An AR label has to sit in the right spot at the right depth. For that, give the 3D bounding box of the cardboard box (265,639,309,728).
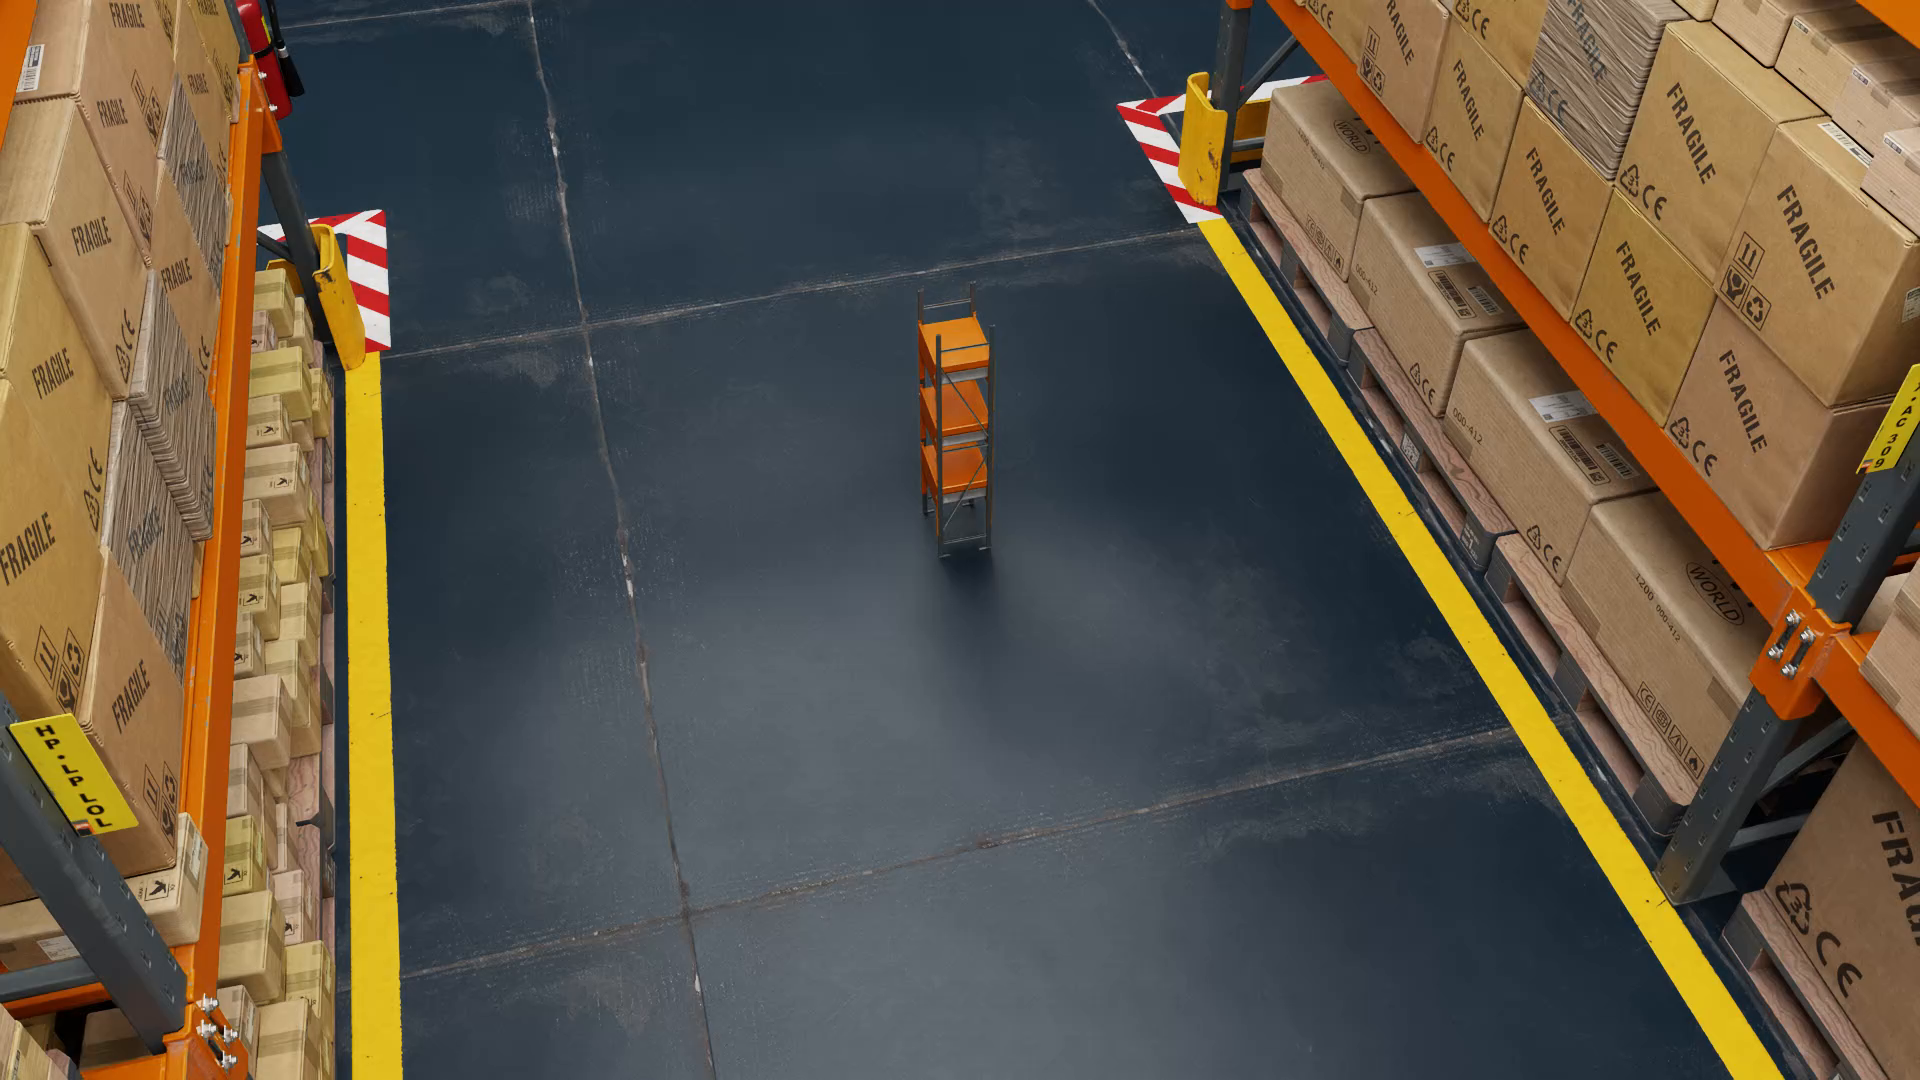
[{"bbox_3d":[-2.241,0.478,5.175,0.380,0.149,0.250,-11,47,-11],"label":"cardboard box"}]

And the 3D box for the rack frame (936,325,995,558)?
[{"bbox_3d":[0.018,-0.320,5.829,0.200,1.050,0.008,-11,47,-10],"label":"rack frame"}]

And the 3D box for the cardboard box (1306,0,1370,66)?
[{"bbox_3d":[1.645,-2.116,6.154,0.500,0.500,0.500,-11,47,-11],"label":"cardboard box"}]

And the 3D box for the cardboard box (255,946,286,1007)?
[{"bbox_3d":[-2.027,1.207,4.461,0.380,0.149,0.250,-10,46,-10],"label":"cardboard box"}]

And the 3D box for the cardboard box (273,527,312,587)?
[{"bbox_3d":[-2.377,0.119,5.527,0.380,0.149,0.250,-9,46,-8],"label":"cardboard box"}]

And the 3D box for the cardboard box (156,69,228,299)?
[{"bbox_3d":[-2.486,-1.005,4.857,0.500,0.500,0.500,-11,47,-10],"label":"cardboard box"}]

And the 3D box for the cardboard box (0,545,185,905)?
[{"bbox_3d":[-1.975,0.400,3.479,0.500,0.500,0.500,-11,47,-11],"label":"cardboard box"}]

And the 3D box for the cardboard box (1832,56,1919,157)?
[{"bbox_3d":[2.318,-1.016,3.921,0.380,0.149,0.250,-10,46,-9],"label":"cardboard box"}]

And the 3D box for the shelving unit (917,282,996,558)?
[{"bbox_3d":[-0.014,-0.404,5.911,0.215,1.050,0.252,-11,47,-10],"label":"shelving unit"}]

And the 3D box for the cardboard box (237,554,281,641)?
[{"bbox_3d":[-2.355,0.211,5.229,0.380,0.149,0.250,-10,47,-10],"label":"cardboard box"}]

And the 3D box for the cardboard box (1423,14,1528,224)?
[{"bbox_3d":[1.902,-1.419,5.470,0.500,0.500,0.500,-9,46,-9],"label":"cardboard box"}]

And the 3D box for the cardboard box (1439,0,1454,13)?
[{"bbox_3d":[1.769,-2.101,5.439,0.500,0.500,0.500,-11,47,-11],"label":"cardboard box"}]

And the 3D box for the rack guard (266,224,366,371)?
[{"bbox_3d":[-3.096,-0.907,6.789,1.175,0.500,0.348,-11,47,-10],"label":"rack guard"}]

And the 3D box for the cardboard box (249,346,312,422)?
[{"bbox_3d":[-2.537,-0.533,5.958,0.380,0.149,0.250,-12,47,-11],"label":"cardboard box"}]

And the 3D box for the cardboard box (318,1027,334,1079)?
[{"bbox_3d":[-1.875,1.468,4.413,0.380,0.149,0.250,-13,47,-12],"label":"cardboard box"}]

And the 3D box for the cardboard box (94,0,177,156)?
[{"bbox_3d":[-2.487,-1.346,4.490,0.500,0.500,0.500,-9,46,-8],"label":"cardboard box"}]

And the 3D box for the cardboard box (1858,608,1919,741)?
[{"bbox_3d":[2.525,0.357,3.905,0.500,0.250,0.500,-12,47,-11],"label":"cardboard box"}]

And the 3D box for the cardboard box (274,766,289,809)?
[{"bbox_3d":[-2.272,0.777,5.091,0.380,0.149,0.250,-13,47,-12],"label":"cardboard box"}]

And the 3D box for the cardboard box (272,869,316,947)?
[{"bbox_3d":[-2.057,1.122,4.752,0.380,0.149,0.250,-11,47,-11],"label":"cardboard box"}]

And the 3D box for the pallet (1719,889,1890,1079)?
[{"bbox_3d":[2.938,1.447,4.684,1.003,0.211,1.213,-11,47,-10],"label":"pallet"}]

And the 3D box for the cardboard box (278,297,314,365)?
[{"bbox_3d":[-2.705,-0.775,6.403,0.380,0.149,0.250,-12,47,-11],"label":"cardboard box"}]

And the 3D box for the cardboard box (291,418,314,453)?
[{"bbox_3d":[-2.570,-0.417,6.052,0.380,0.149,0.250,-12,47,-12],"label":"cardboard box"}]

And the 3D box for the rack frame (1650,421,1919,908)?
[{"bbox_3d":[2.667,-0.048,4.196,1.000,3.000,0.127,-11,47,-10],"label":"rack frame"}]

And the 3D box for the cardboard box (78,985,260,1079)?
[{"bbox_3d":[-1.980,1.294,4.167,0.380,0.149,0.250,-9,46,-9],"label":"cardboard box"}]

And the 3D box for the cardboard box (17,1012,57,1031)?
[{"bbox_3d":[-2.538,1.203,4.257,0.380,0.149,0.250,-10,46,-10],"label":"cardboard box"}]

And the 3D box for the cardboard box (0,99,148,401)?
[{"bbox_3d":[-2.218,-0.627,3.785,0.500,0.500,0.500,-10,46,-10],"label":"cardboard box"}]

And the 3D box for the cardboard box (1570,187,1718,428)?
[{"bbox_3d":[2.164,-0.710,4.776,0.500,0.500,0.500,-12,47,-11],"label":"cardboard box"}]

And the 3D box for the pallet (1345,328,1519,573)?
[{"bbox_3d":[2.232,-0.455,6.548,1.003,0.211,1.213,-11,47,-10],"label":"pallet"}]

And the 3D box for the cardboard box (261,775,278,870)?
[{"bbox_3d":[-2.190,0.858,4.802,0.380,0.149,0.250,-13,47,-12],"label":"cardboard box"}]

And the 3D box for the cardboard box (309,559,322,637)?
[{"bbox_3d":[-2.379,0.224,5.632,0.380,0.149,0.250,-10,46,-10],"label":"cardboard box"}]

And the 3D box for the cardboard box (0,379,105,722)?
[{"bbox_3d":[-1.972,0.082,3.091,0.500,0.500,0.500,-10,46,-9],"label":"cardboard box"}]

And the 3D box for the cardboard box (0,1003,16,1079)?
[{"bbox_3d":[-1.800,0.901,2.732,0.380,0.149,0.250,-9,46,-8],"label":"cardboard box"}]

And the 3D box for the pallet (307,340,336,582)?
[{"bbox_3d":[-2.923,-0.239,6.336,1.003,0.211,1.213,-11,47,-10],"label":"pallet"}]

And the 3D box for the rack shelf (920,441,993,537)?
[{"bbox_3d":[-0.014,-0.202,6.117,0.215,0.259,0.240,-11,47,-10],"label":"rack shelf"}]

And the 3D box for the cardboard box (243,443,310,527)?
[{"bbox_3d":[-2.410,-0.167,5.599,0.380,0.149,0.250,-9,46,-9],"label":"cardboard box"}]

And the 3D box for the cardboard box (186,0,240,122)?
[{"bbox_3d":[-2.752,-1.710,5.548,0.500,0.500,0.500,-10,46,-9],"label":"cardboard box"}]

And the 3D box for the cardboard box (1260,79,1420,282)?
[{"bbox_3d":[1.909,-1.622,7.239,0.875,0.438,0.875,-12,47,-12],"label":"cardboard box"}]

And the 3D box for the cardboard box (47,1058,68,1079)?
[{"bbox_3d":[-1.799,1.106,2.948,0.380,0.149,0.250,-12,47,-11],"label":"cardboard box"}]

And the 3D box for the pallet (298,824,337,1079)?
[{"bbox_3d":[-2.298,1.446,4.685,1.003,0.211,1.213,-11,47,-10],"label":"pallet"}]

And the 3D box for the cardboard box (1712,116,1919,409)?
[{"bbox_3d":[2.280,-0.708,4.073,0.500,0.500,0.500,-11,47,-11],"label":"cardboard box"}]

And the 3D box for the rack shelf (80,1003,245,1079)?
[{"bbox_3d":[-1.580,2.560,2.145,1.077,0.370,4.000,-11,47,-10],"label":"rack shelf"}]

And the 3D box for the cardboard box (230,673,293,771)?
[{"bbox_3d":[-2.180,0.561,4.886,0.380,0.149,0.250,-10,46,-9],"label":"cardboard box"}]

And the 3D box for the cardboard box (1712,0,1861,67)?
[{"bbox_3d":[2.182,-1.361,4.260,0.380,0.149,0.250,-11,47,-11],"label":"cardboard box"}]

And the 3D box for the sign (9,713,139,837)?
[{"bbox_3d":[-1.556,0.418,2.929,0.100,0.325,0.005,-11,47,-10],"label":"sign"}]

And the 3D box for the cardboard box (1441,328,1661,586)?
[{"bbox_3d":[2.381,-0.369,6.011,0.875,0.438,0.875,-12,47,-11],"label":"cardboard box"}]

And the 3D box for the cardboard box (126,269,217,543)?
[{"bbox_3d":[-2.203,-0.295,4.160,0.500,0.500,0.500,-12,47,-11],"label":"cardboard box"}]

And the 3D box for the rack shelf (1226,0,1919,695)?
[{"bbox_3d":[2.155,-1.177,5.807,1.077,0.370,4.000,-11,47,-10],"label":"rack shelf"}]

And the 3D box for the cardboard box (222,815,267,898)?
[{"bbox_3d":[-2.105,0.928,4.526,0.380,0.149,0.250,-11,47,-11],"label":"cardboard box"}]

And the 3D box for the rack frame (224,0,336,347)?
[{"bbox_3d":[-3.116,-1.834,5.947,1.000,3.000,0.127,-11,47,-10],"label":"rack frame"}]

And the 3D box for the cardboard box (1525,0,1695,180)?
[{"bbox_3d":[2.018,-1.409,4.761,0.500,0.500,0.500,-10,46,-10],"label":"cardboard box"}]

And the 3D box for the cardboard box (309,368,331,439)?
[{"bbox_3d":[-2.616,-0.499,6.341,0.380,0.149,0.250,-9,46,-9],"label":"cardboard box"}]

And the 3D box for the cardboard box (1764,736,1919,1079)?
[{"bbox_3d":[2.903,0.963,4.400,0.875,0.875,0.875,-9,46,-9],"label":"cardboard box"}]

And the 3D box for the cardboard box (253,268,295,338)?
[{"bbox_3d":[-2.735,-0.873,6.290,0.380,0.149,0.250,-10,46,-10],"label":"cardboard box"}]

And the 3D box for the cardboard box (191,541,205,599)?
[{"bbox_3d":[-2.170,0.046,4.281,0.380,0.149,0.250,-10,46,-10],"label":"cardboard box"}]

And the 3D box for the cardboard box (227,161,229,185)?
[{"bbox_3d":[-2.653,-1.224,5.525,0.380,0.149,0.250,-11,47,-11],"label":"cardboard box"}]
